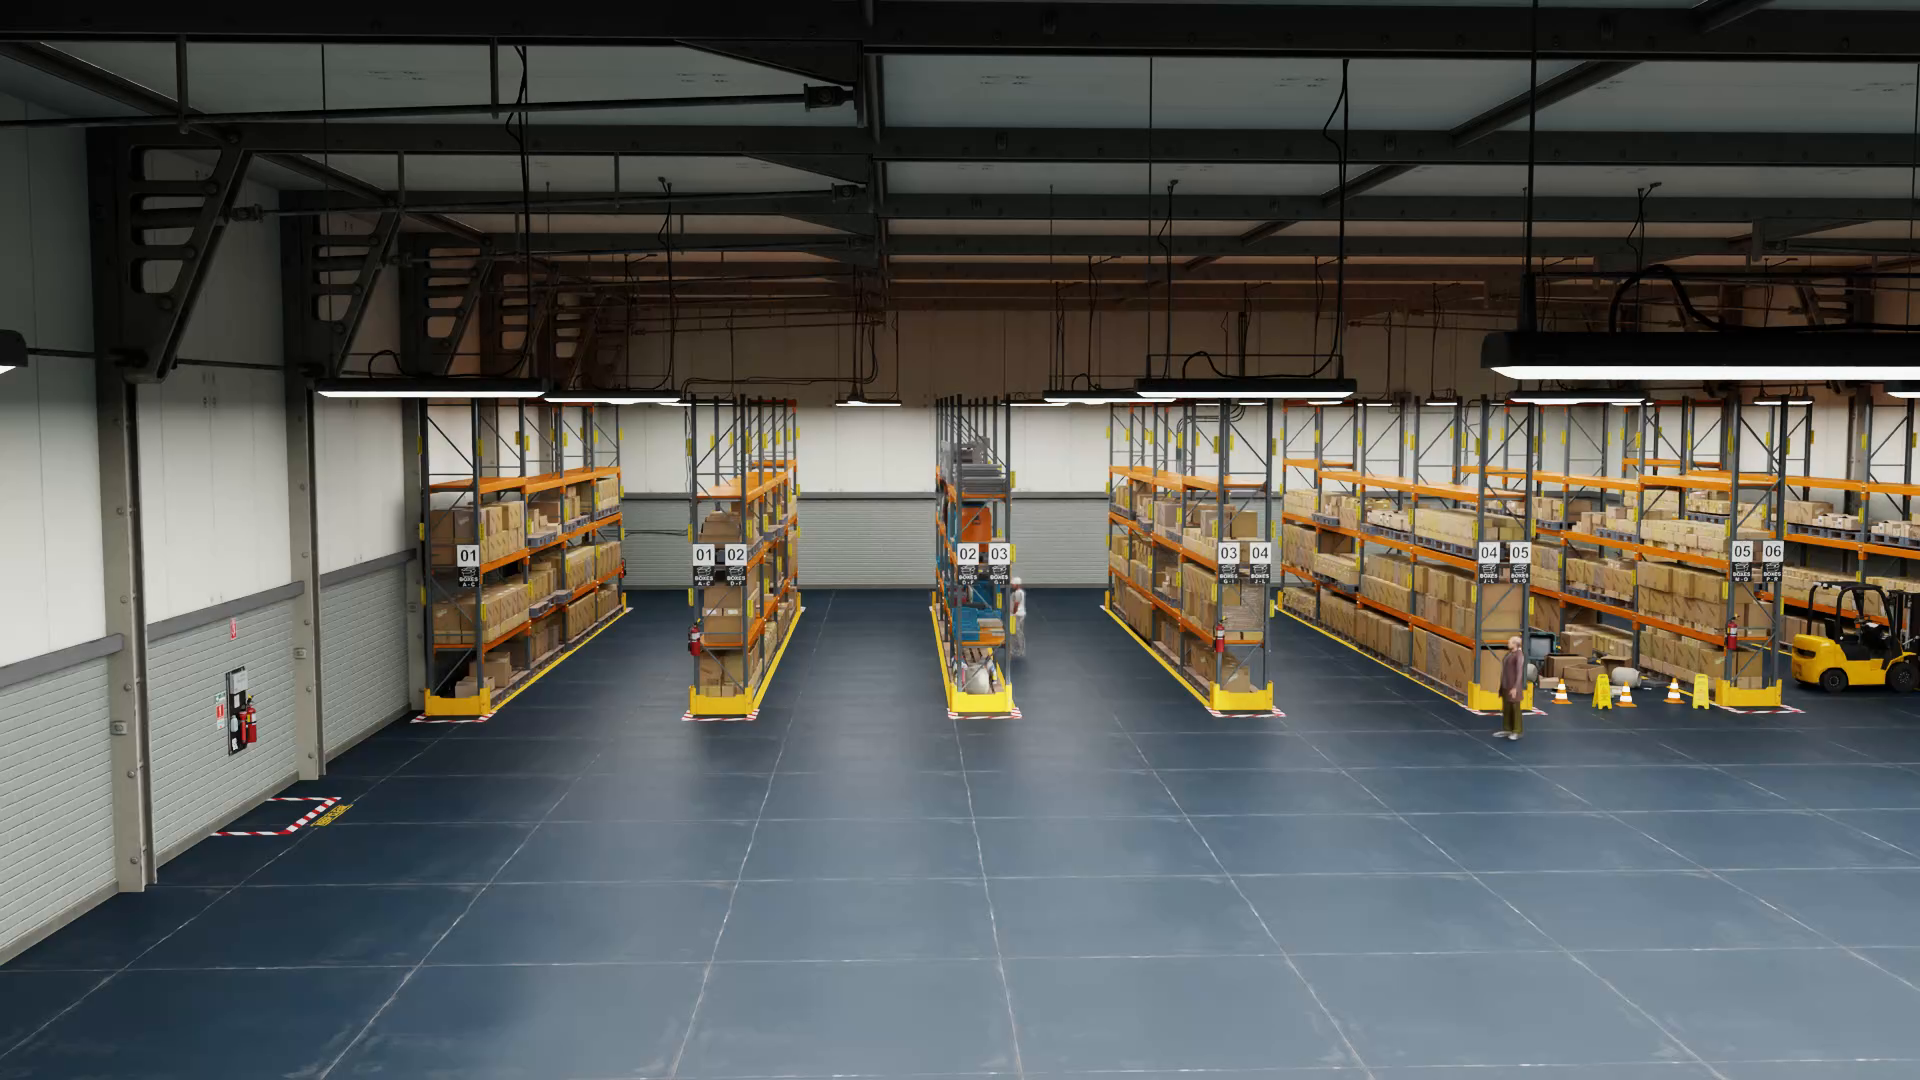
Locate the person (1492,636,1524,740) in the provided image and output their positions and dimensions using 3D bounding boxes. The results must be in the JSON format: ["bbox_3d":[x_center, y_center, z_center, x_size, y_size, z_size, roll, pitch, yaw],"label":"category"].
[{"bbox_3d":[9.587,2.655,28.917,0.399,1.600,0.642,-2,5,-19],"label":"person"}]

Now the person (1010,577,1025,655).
[{"bbox_3d":[1.306,1.761,38.309,0.388,1.804,0.567,1,5,9],"label":"person"}]
